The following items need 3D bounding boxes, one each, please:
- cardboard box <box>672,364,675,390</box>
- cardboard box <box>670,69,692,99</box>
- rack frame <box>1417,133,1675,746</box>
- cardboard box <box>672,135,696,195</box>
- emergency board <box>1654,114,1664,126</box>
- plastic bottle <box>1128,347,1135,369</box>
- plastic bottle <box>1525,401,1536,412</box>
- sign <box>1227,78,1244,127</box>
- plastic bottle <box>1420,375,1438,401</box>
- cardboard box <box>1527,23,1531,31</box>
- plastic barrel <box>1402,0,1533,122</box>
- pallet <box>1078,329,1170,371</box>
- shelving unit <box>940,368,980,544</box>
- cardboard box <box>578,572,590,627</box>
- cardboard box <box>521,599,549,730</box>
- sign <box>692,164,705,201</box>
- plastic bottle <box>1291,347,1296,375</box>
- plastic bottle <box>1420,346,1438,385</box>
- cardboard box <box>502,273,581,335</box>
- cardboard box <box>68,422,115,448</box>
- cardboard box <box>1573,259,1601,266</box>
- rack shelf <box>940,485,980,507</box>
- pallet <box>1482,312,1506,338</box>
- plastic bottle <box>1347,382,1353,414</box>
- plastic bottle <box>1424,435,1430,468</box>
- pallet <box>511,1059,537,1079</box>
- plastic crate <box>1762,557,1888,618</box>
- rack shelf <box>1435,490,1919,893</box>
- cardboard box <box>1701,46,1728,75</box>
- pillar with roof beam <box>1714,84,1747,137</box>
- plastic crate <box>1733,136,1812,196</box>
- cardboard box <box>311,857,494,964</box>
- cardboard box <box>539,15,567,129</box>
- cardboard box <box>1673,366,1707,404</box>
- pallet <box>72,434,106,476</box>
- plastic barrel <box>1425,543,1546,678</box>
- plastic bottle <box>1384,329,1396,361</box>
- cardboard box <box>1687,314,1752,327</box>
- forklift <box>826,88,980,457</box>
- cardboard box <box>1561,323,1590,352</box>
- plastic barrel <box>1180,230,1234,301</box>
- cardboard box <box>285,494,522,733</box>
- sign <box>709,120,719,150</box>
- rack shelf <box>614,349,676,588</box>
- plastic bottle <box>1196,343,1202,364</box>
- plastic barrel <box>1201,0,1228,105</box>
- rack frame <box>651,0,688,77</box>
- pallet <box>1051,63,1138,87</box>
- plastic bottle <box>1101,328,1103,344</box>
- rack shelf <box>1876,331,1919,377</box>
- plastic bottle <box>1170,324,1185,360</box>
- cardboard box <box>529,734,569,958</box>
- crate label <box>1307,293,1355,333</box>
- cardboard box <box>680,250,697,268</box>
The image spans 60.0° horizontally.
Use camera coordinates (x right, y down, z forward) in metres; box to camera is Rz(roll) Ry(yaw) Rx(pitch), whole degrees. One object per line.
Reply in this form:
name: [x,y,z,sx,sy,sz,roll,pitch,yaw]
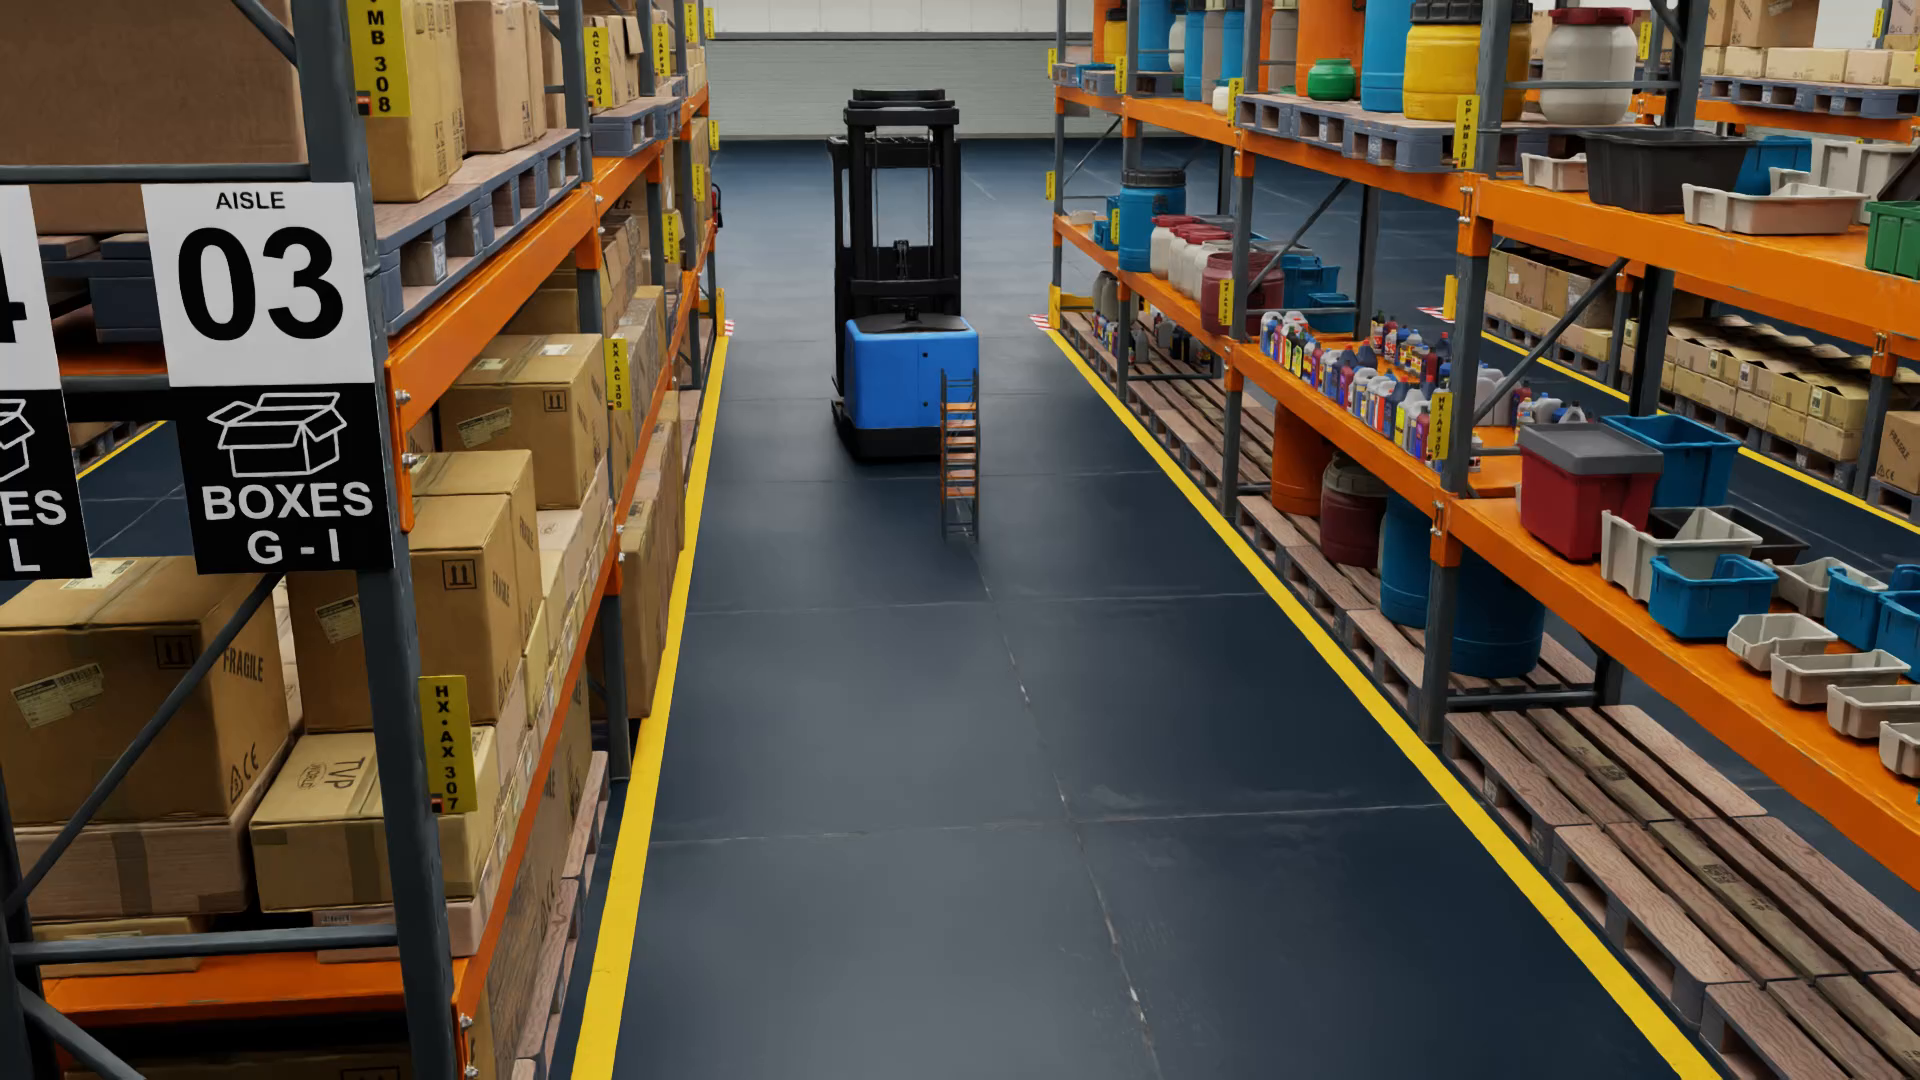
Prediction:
cardboard box: [-2.842,-1.349,14.405,0.700,0.500,0.500,-2,18,-6]
cardboard box: [-2.706,-4.160,15.161,0.500,0.250,0.500,-2,18,-8]
rack frame: [2.837,-0.427,8.031,1.000,3.000,0.127,-2,18,-6]
cardboard box: [-2.708,-3.467,15.378,0.500,0.500,0.500,-2,18,-6]
emergency board: [11.551,-6.652,27.858,0.194,1.169,0.643,-2,18,-6]
plastic bottle: [1.665,-1.784,16.290,0.097,0.201,0.097,0,17,0]
plastic bottle: [3.136,-0.656,9.090,0.097,0.201,0.097,0,17,0]
sign: [1.878,-2.981,11.332,0.100,0.325,0.005,-2,18,-6]
plastic bottle: [2.541,-0.727,9.068,0.144,0.351,0.185,-2,18,-6]
cardboard box: [6.582,-5.731,18.808,0.797,0.503,0.637,-1,17,-2]
plastic barrel: [2.541,-2.414,8.337,0.600,0.588,0.600,0,17,0]
pallet: [1.855,-2.046,17.842,1.003,0.211,1.213,-2,18,-6]
shelving unit: [-0.002,-0.577,11.511,0.258,1.200,0.189,-2,18,-6]
cardboard box: [-1.625,0.233,6.347,0.380,0.149,0.250,-1,17,-5]
cardboard box: [-1.566,0.391,5.177,0.500,0.250,0.500,-2,18,-7]
sign: [-2.363,-3.229,15.020,0.100,0.325,0.005,-2,18,-6]
plastic bottle: [2.194,-1.173,10.736,0.097,0.201,0.097,0,17,0]
plastic bottle: [2.884,-1.056,10.228,0.061,0.283,0.133,-2,18,-6]
cardboard box: [-2.163,-0.991,7.984,0.797,0.503,0.637,-2,18,-7]
cardboard box: [-7.609,-1.192,13.521,1.050,0.750,0.750,-2,18,-6]
cardboard box: [7.046,-2.804,18.238,0.500,0.500,0.500,-2,18,-6]
rack shelf: [-0.001,-0.305,11.596,0.258,0.103,0.180,-2,18,-6]
pallet: [6.647,-2.598,19.599,1.003,0.211,1.213,-2,18,-6]
plastic bottle: [2.308,-0.842,9.683,0.097,0.201,0.097,0,17,0]
plastic bottle: [2.436,-0.474,8.510,0.097,0.201,0.097,0,17,0]
pallet: [-1.837,2.012,4.916,1.003,0.211,1.213,-2,18,-6]
plastic crate: [3.316,0.179,6.438,0.293,0.136,0.466,-2,18,-6]
rack shelf: [3.044,0.512,6.241,1.077,0.370,4.000,-2,18,-6]
cardboard box: [6.993,-4.339,15.031,0.500,0.250,0.500,0,17,0]
pillar with roof beam: [7.485,-8.644,24.186,9.100,9.000,0.400,-2,18,-6]
plastic crate: [3.249,-1.517,6.774,0.416,0.233,0.300,-2,18,-6]
cardboard box: [-1.385,0.921,4.155,0.380,0.149,0.250,-2,17,-5]
cardboard box: [-2.159,-2.126,7.566,0.700,0.500,0.500,-1,17,-4]
cardboard box: [6.842,-1.417,15.072,0.500,0.250,0.500,-2,18,-7]
pallet: [-7.575,-0.613,13.276,1.003,0.211,1.213,-2,18,-6]
plastic barrel: [2.798,0.211,8.800,0.600,0.901,0.708,-2,18,-6]
plastic bottle: [2.908,-1.313,11.184,0.097,0.201,0.097,0,17,0]
cardboard box: [7.266,-2.007,16.016,0.500,0.311,0.500,-2,18,-6]
forklift: [-0.575,-2.472,14.658,1.130,2.935,3.031,-3,18,-9]
cardboard box: [6.632,-2.132,17.350,0.500,0.250,0.500,-2,18,-6]
plastic barrel: [2.013,-2.236,13.566,0.433,0.535,0.433,0,17,0]
cardboard box: [-1.509,0.189,4.570,0.500,0.500,0.500,-2,18,-7]
sign: [-2.773,-4.564,18.746,0.100,0.325,0.005,-2,18,-6]
rack shelf: [-2.296,-0.527,9.549,1.077,0.370,4.000,-2,18,-6]
plastic bottle: [2.394,-1.855,16.515,0.097,0.201,0.097,0,17,0]
plastic barrel: [2.348,-4.142,14.017,0.600,0.901,0.600,0,17,0]
rack frame: [-2.914,-5.520,14.237,1.000,3.000,0.127,-2,18,-6]
pallet: [1.588,-5.094,18.203,1.003,0.211,1.213,-2,18,-6]
plastic bottle: [1.532,-2.166,17.507,0.097,0.201,0.097,0,17,0]
rack shelf: [7.558,-0.832,10.521,1.077,0.370,4.000,-2,18,-6]
plastic bottle: [2.198,-2.006,16.746,0.144,0.351,0.185,-2,18,-6]
cardboard box: [-2.008,1.006,6.311,0.875,0.875,0.875,-2,18,-6]
crate label: [2.754,-1.676,12.289,0.303,0.233,0.416,-2,18,-6]
cardboard box: [-2.637,-2.611,15.407,0.380,0.149,0.250,-2,18,-6]
